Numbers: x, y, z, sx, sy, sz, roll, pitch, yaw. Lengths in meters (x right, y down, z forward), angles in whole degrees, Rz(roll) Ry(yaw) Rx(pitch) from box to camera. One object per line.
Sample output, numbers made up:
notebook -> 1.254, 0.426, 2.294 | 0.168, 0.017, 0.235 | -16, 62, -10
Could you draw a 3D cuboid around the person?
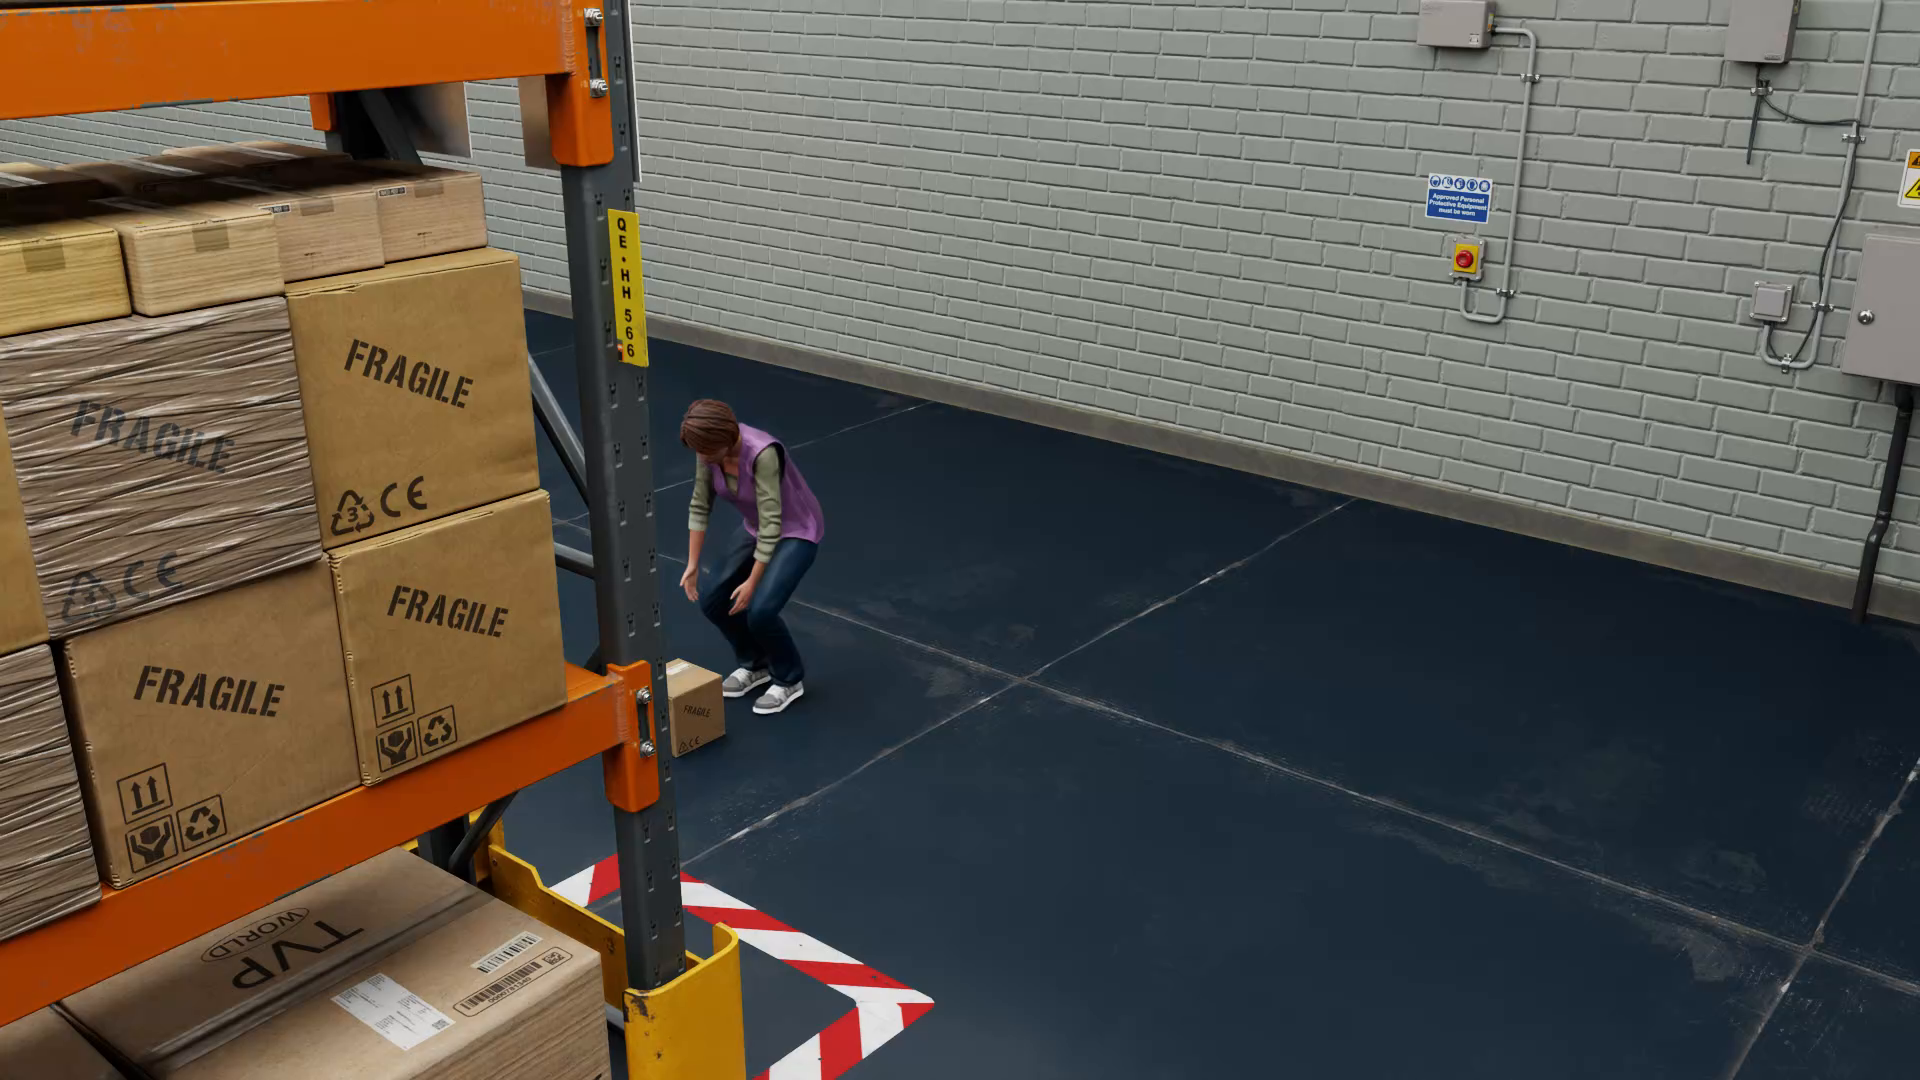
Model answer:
person -> -0.827, 0.237, 6.459 | 0.449, 0.898, 0.792 | 16, 26, 36
